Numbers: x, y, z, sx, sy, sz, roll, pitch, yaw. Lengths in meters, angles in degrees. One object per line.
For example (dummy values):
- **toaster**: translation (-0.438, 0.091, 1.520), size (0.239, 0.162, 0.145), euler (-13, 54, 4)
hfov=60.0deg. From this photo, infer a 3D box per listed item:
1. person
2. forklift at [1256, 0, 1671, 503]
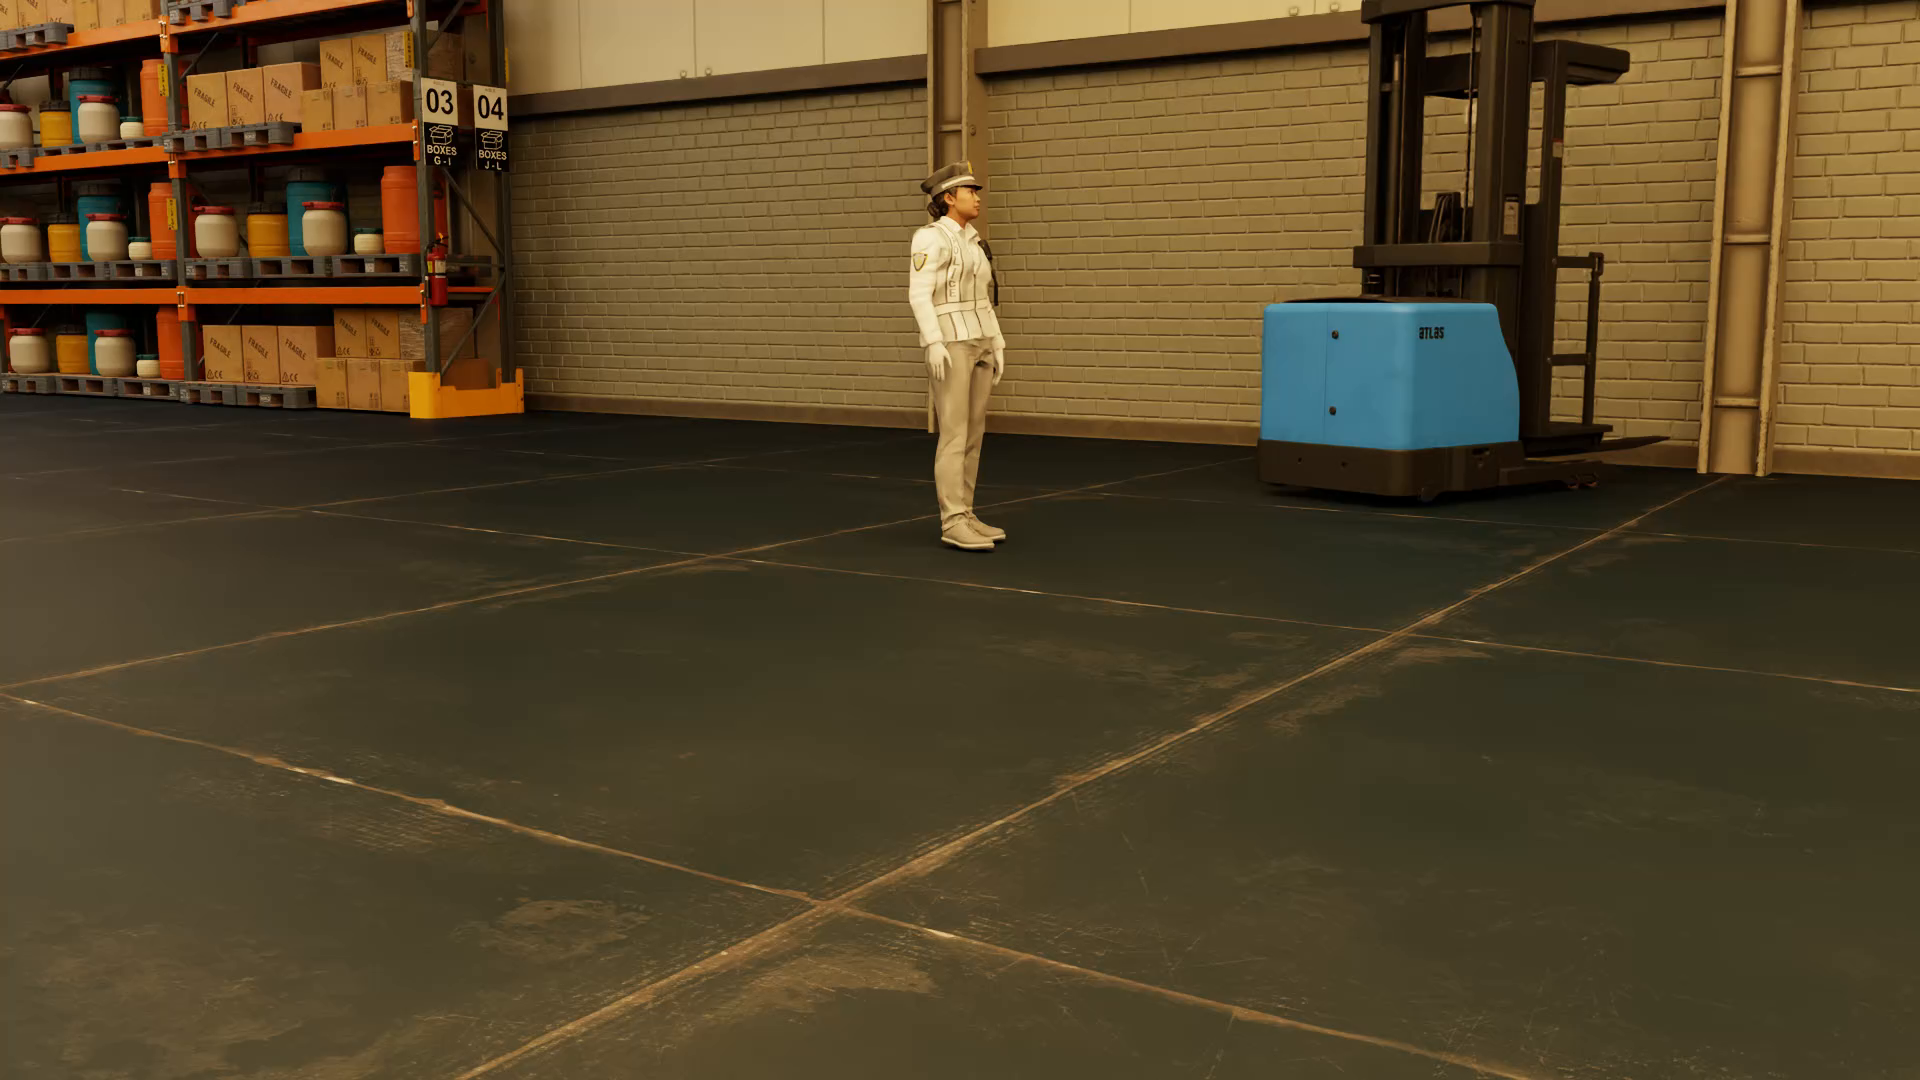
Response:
- **person**: translation (0.052, -0.840, 7.441), size (0.534, 1.696, 0.587), euler (5, 10, 34)
- **forklift**: translation (3.155, -1.792, 9.791), size (3.031, 2.935, 1.130), euler (-6, 10, -38)
